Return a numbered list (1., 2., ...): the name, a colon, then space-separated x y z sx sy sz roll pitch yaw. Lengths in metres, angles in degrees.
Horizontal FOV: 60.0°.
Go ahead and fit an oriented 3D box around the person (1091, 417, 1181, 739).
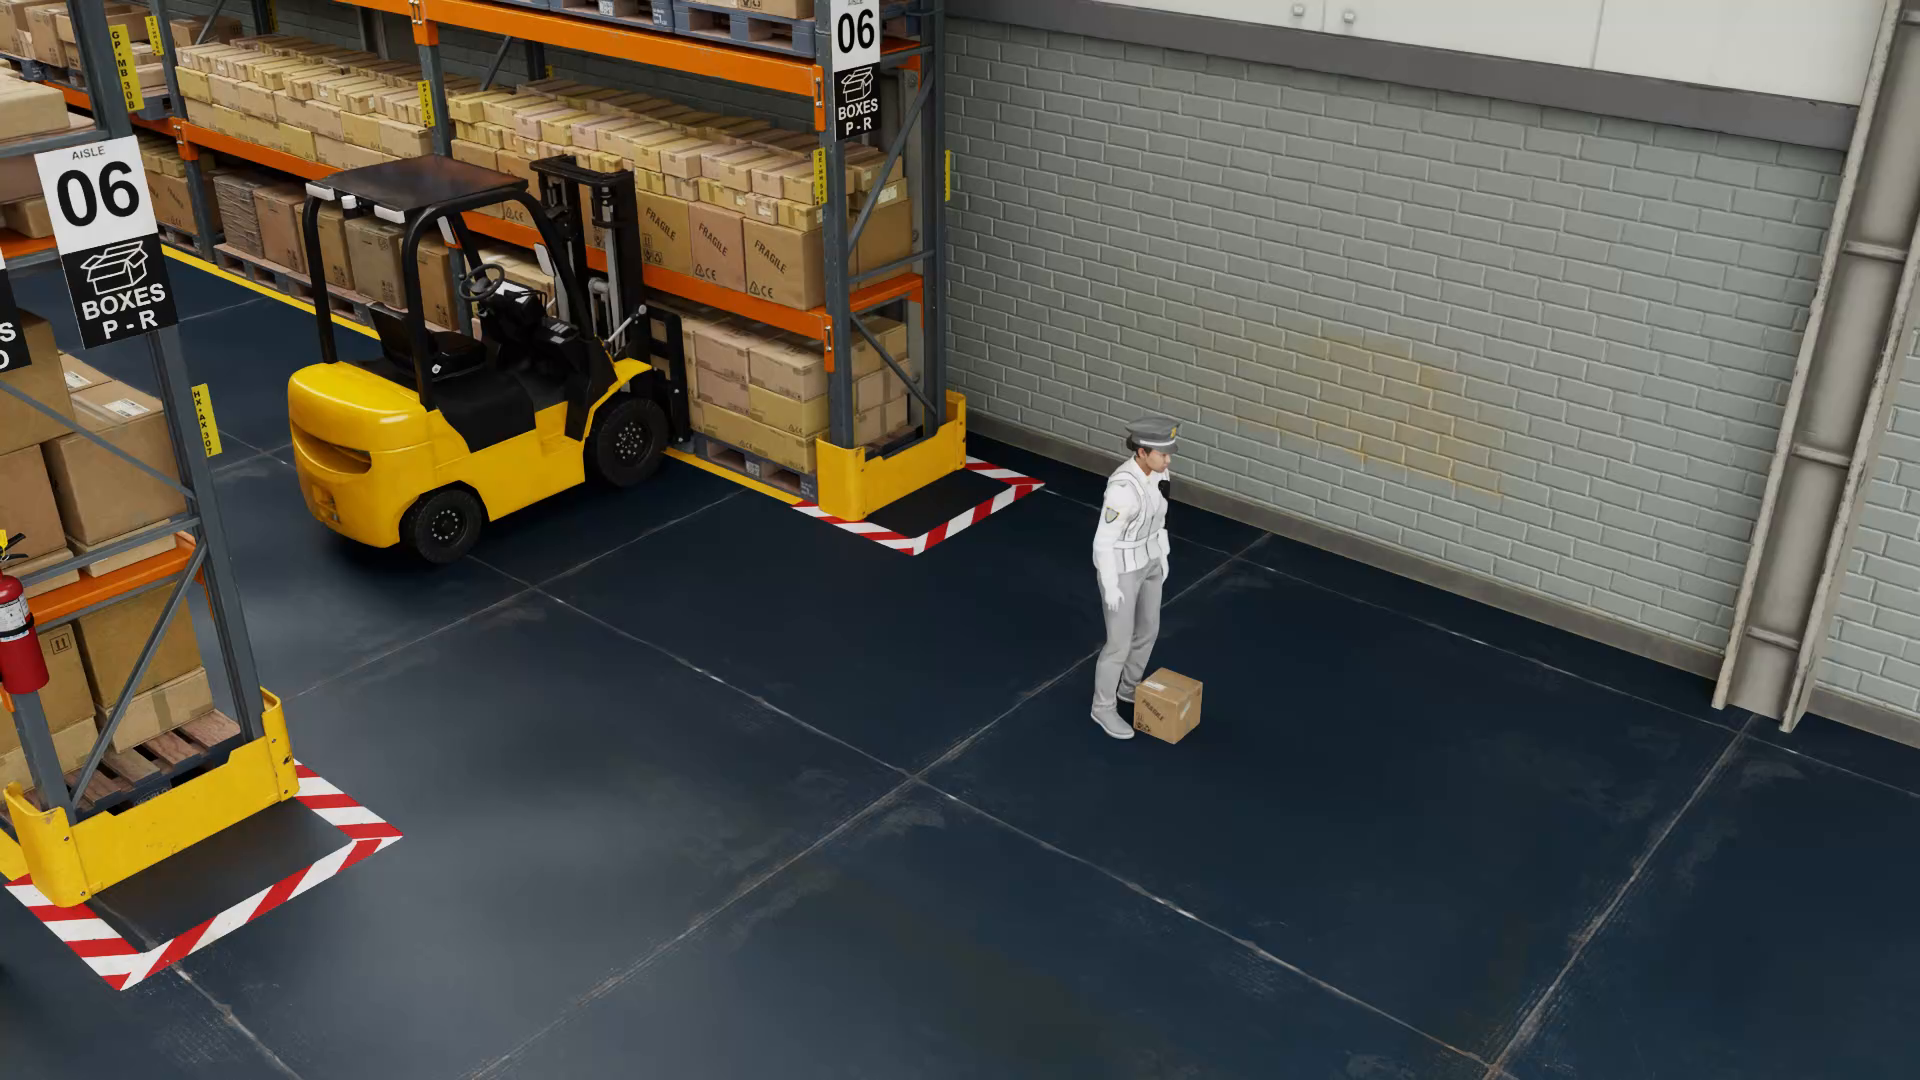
1. person: 0.870 0.155 8.318 0.374 1.663 0.529 21 34 35
